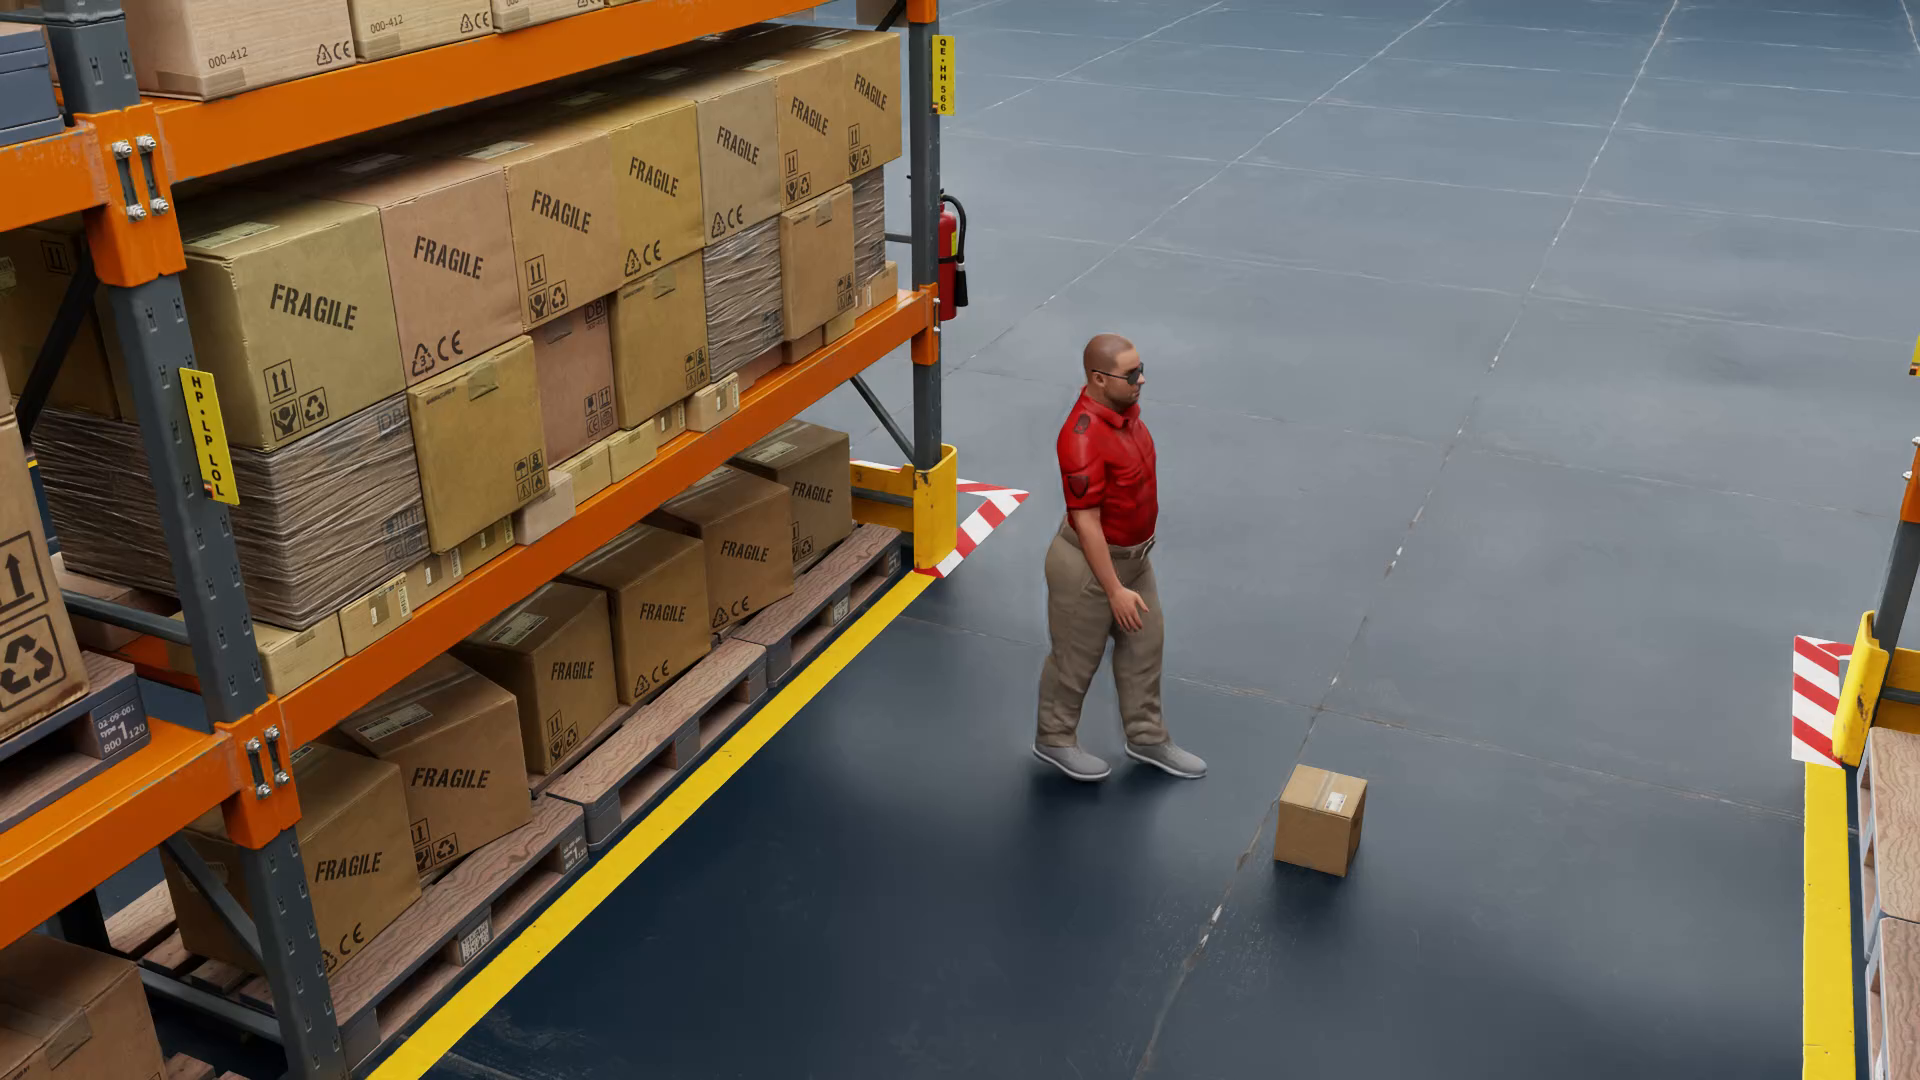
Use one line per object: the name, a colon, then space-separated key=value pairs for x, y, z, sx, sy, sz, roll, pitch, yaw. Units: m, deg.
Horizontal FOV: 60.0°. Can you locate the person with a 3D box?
person: x=0.576 y=0.114 z=5.898 sx=0.629 sy=1.753 sz=0.551 roll=13 pitch=29 yaw=25
